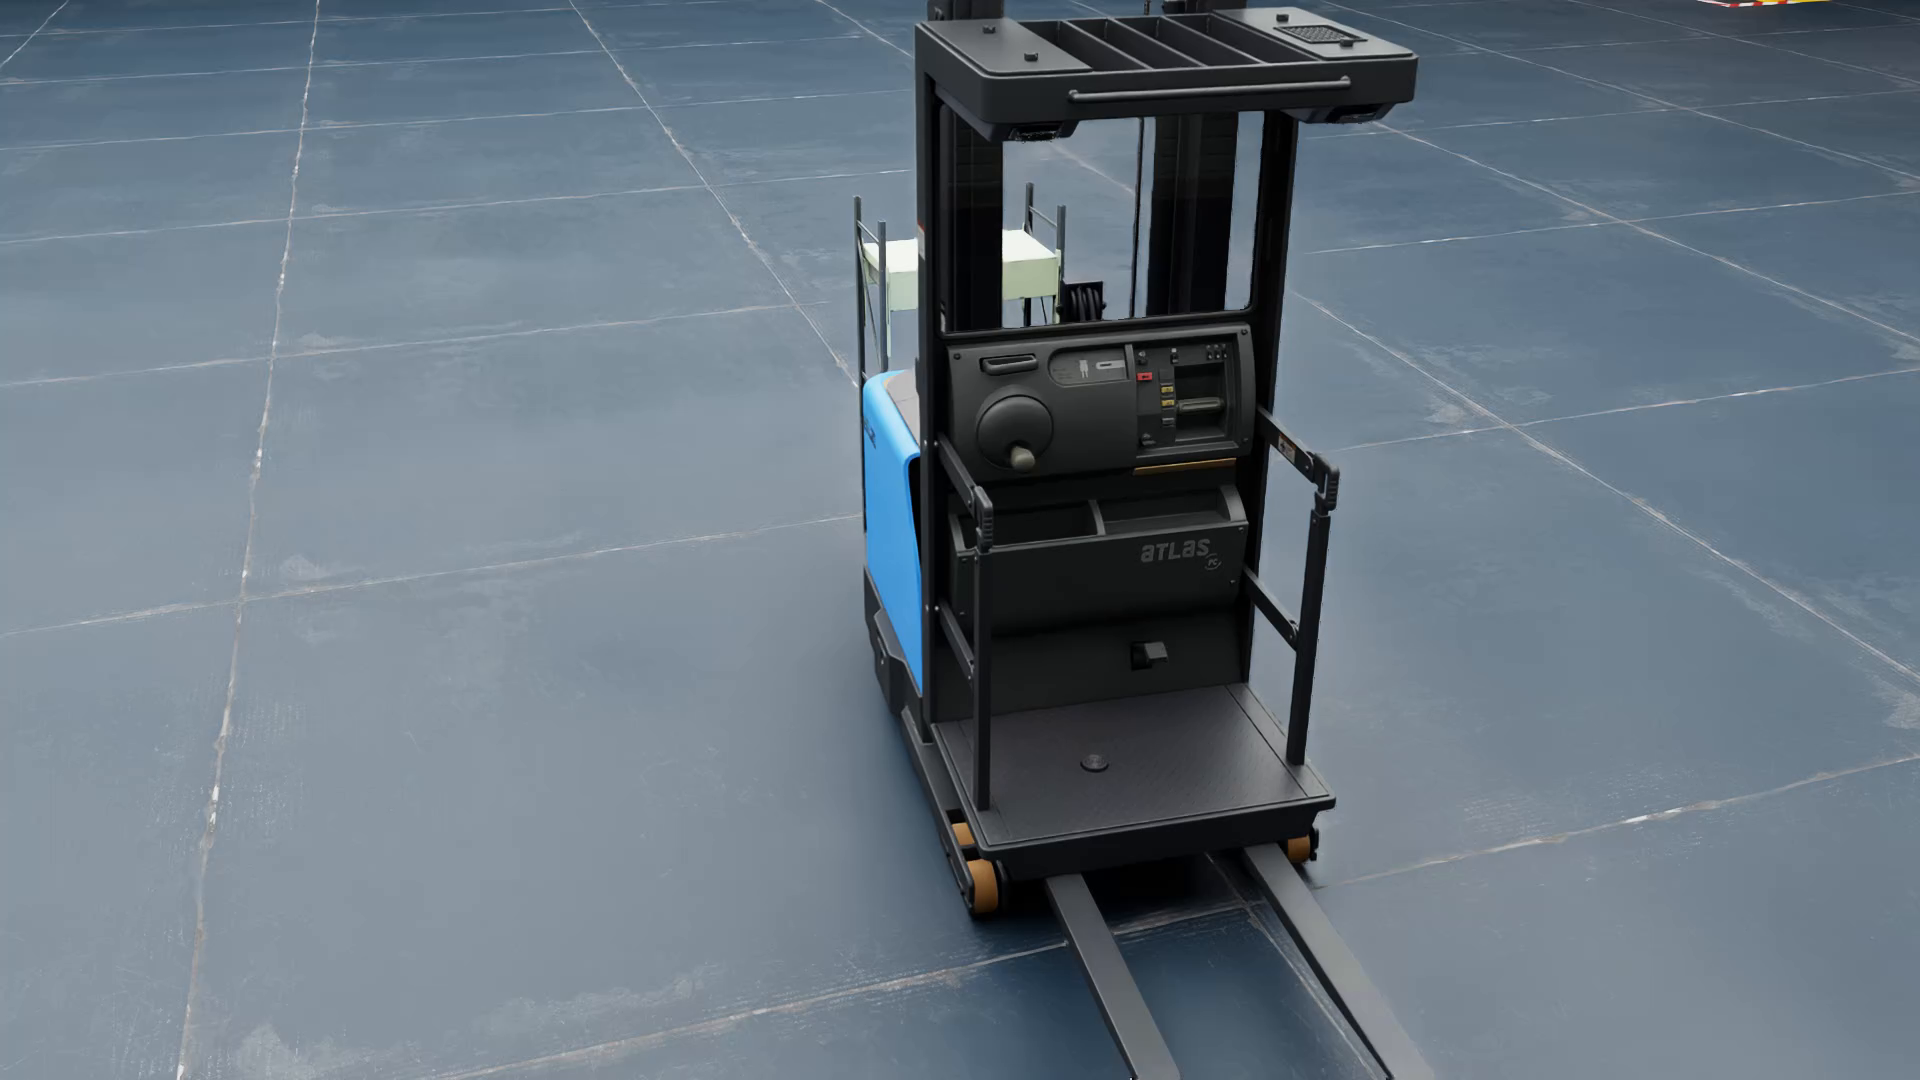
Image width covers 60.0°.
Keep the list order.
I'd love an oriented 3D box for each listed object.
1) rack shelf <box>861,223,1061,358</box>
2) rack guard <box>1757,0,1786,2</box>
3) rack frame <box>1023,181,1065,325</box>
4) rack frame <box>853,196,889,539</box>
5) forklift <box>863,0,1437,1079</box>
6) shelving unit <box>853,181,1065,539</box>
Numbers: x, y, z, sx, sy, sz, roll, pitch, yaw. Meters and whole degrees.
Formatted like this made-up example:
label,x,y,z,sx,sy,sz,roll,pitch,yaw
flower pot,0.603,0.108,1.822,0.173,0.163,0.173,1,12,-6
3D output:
label,x,y,z,sx,sy,sz,roll,pitch,yaw
rack shelf,-0.006,-1.020,6.741,0.720,0.370,0.431,-8,28,-16
rack guard,10.054,-7.214,21.219,0.348,0.500,1.175,-8,28,-16
rack frame,0.342,-0.721,7.016,0.023,1.500,0.400,-8,28,-16
rack frame,-0.354,-0.620,6.813,0.023,1.500,0.400,-8,28,-16
forklift,0.479,-0.378,4.716,1.130,2.935,3.031,-6,27,-12
shelving unit,-0.006,-0.671,6.915,0.755,1.500,0.431,-8,28,-16
